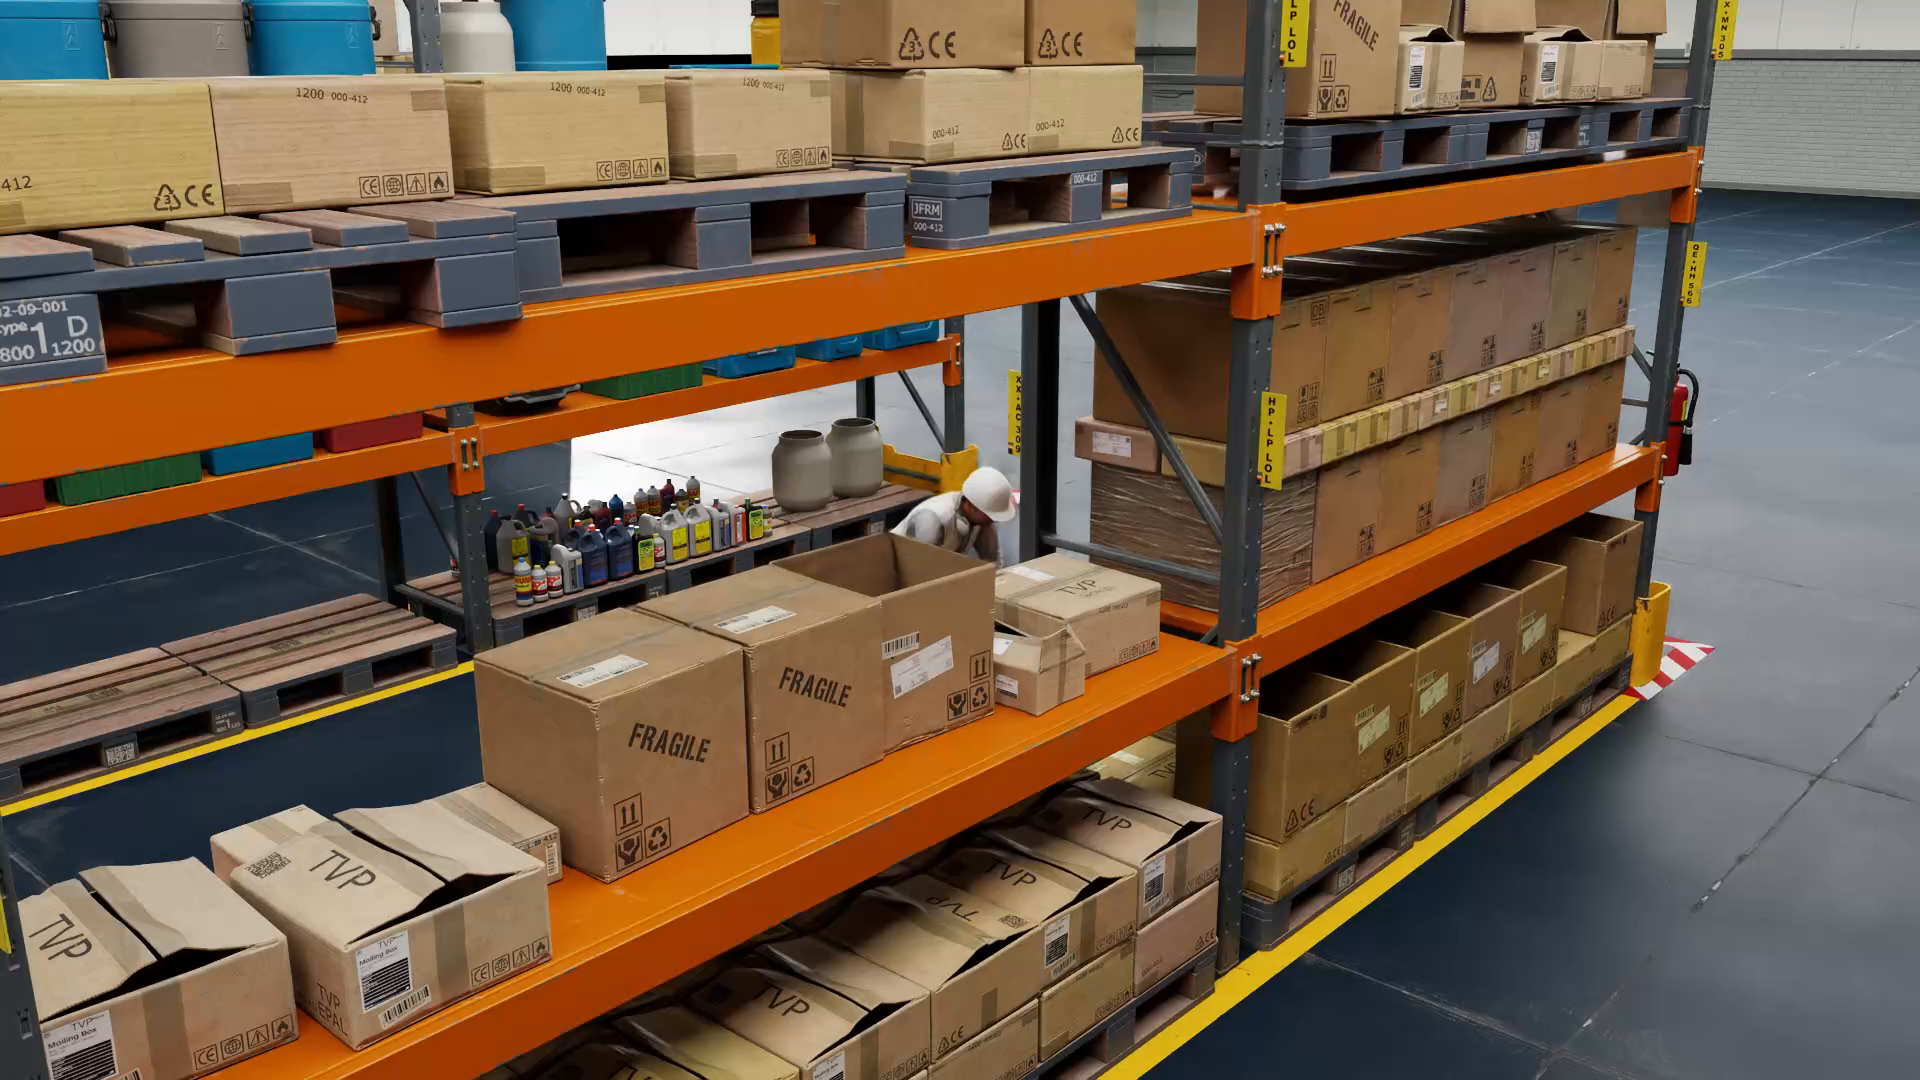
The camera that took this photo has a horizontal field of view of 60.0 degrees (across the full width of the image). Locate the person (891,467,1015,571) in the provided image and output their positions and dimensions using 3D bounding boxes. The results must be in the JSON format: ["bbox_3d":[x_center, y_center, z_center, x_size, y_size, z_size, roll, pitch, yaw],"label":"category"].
[{"bbox_3d":[-0.069,0.271,8.271,0.786,1.390,0.590,15,22,40],"label":"person"}]
